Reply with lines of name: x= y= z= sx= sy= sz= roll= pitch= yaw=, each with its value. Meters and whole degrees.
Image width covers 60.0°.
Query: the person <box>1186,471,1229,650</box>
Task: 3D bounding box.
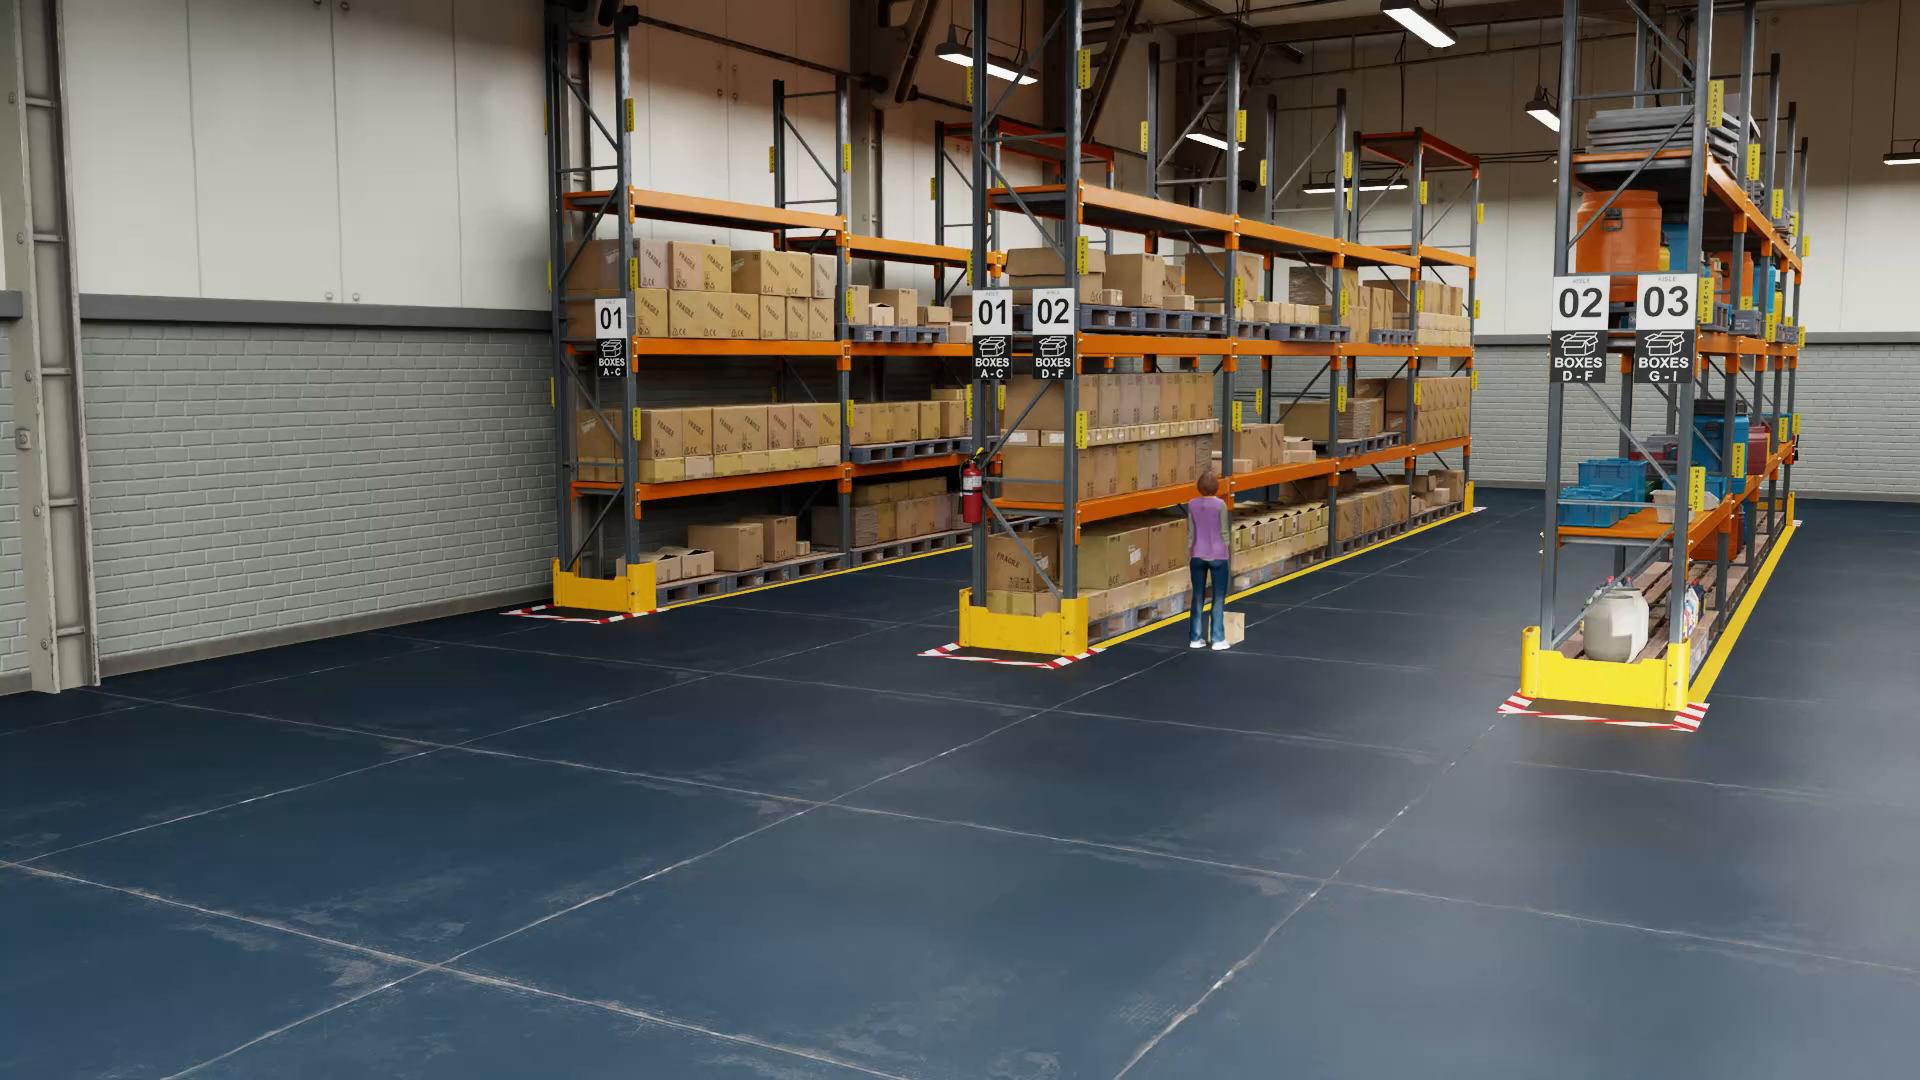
person: x=2.216 y=0.181 z=14.877 sx=0.404 sy=1.600 sz=0.300 roll=4 pitch=7 yaw=30
